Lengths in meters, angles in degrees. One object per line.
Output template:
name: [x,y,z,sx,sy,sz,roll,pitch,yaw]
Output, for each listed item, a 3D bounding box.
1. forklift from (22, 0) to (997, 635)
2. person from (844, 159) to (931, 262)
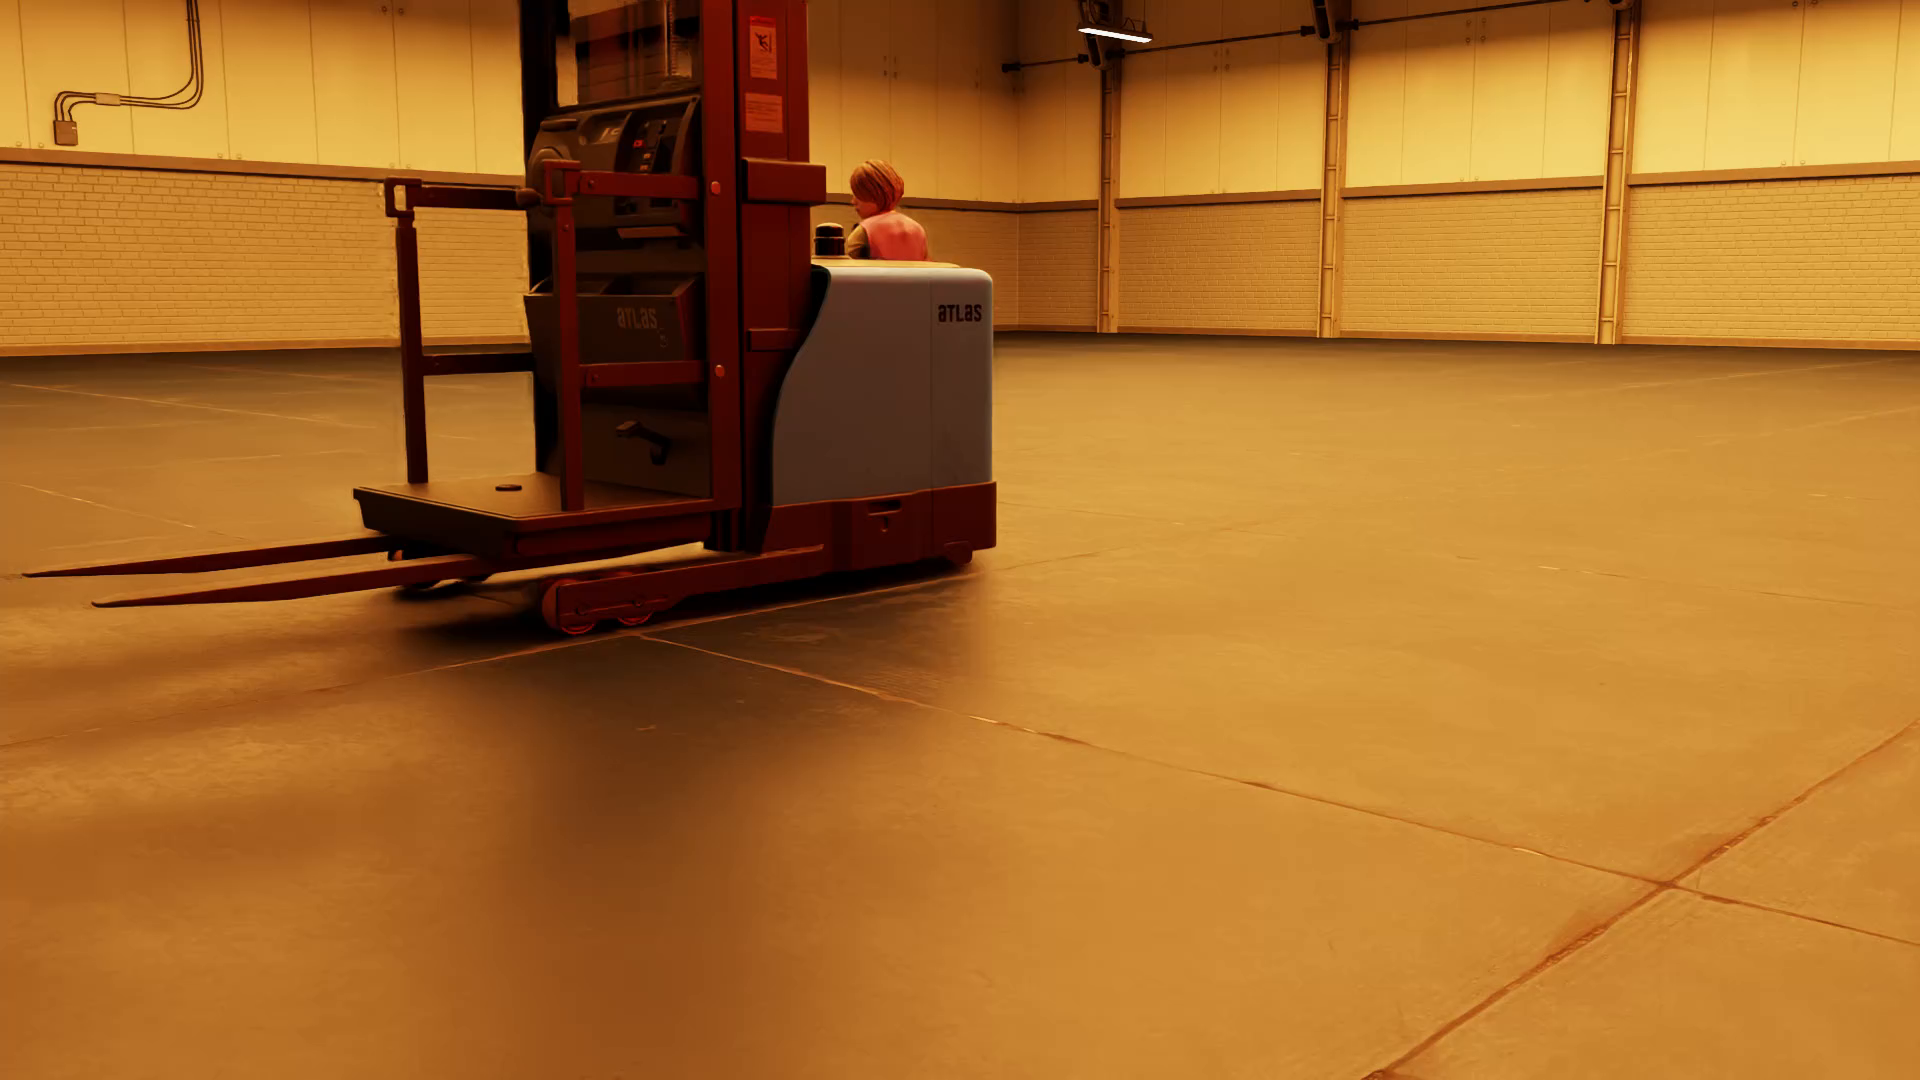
forklift: [-1.281,-1.258,5.227,3.031,2.935,1.130,-8,12,-43]
person: [-0.313,-0.802,6.945,0.797,1.526,0.540,6,10,33]
